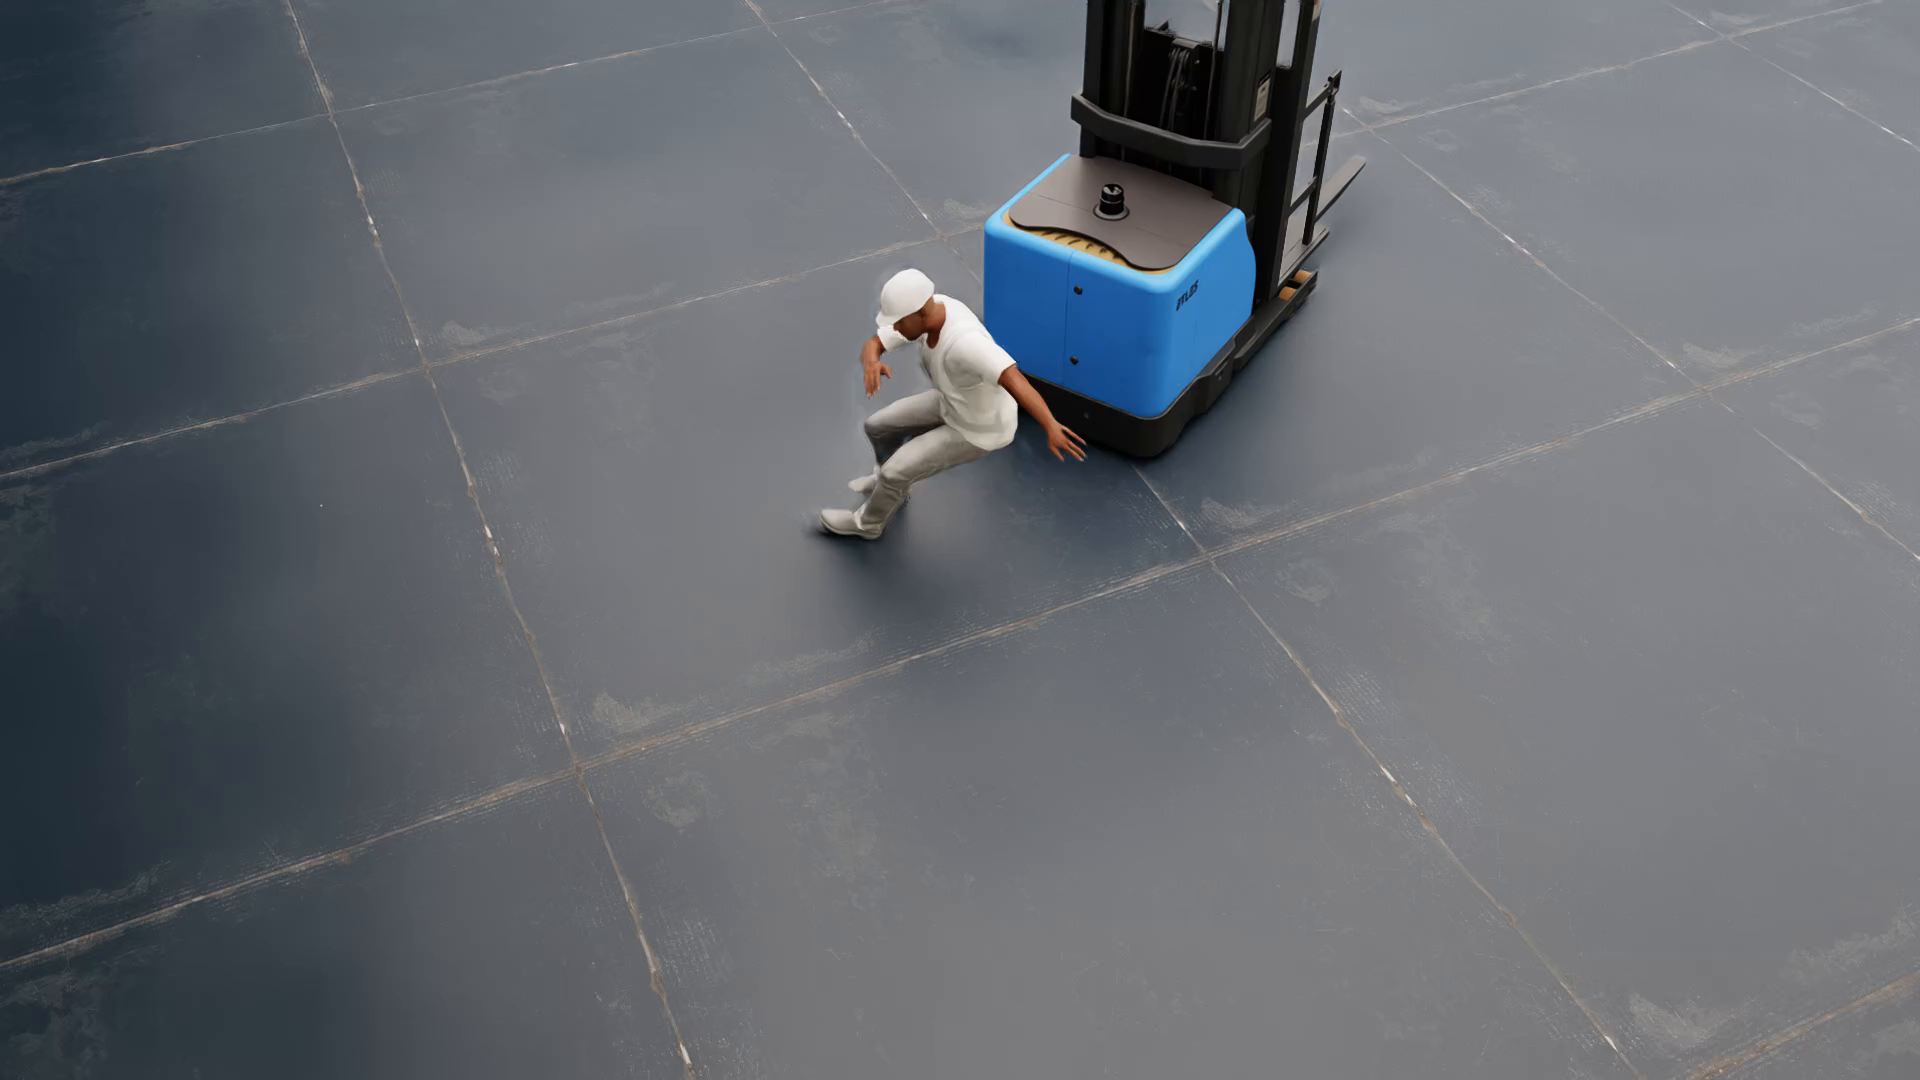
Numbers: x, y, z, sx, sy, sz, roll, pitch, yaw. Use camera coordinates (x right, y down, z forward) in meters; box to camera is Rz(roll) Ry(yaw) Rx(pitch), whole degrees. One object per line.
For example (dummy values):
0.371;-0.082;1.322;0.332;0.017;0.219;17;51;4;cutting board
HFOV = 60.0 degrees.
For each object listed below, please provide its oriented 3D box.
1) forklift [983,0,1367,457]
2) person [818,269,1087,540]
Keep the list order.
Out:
1.327;-2.457;8.312;1.130;2.935;3.031;24;48;24;forklift
-0.112;-0.454;7.299;0.945;1.459;1.237;-14;45;-14;person
